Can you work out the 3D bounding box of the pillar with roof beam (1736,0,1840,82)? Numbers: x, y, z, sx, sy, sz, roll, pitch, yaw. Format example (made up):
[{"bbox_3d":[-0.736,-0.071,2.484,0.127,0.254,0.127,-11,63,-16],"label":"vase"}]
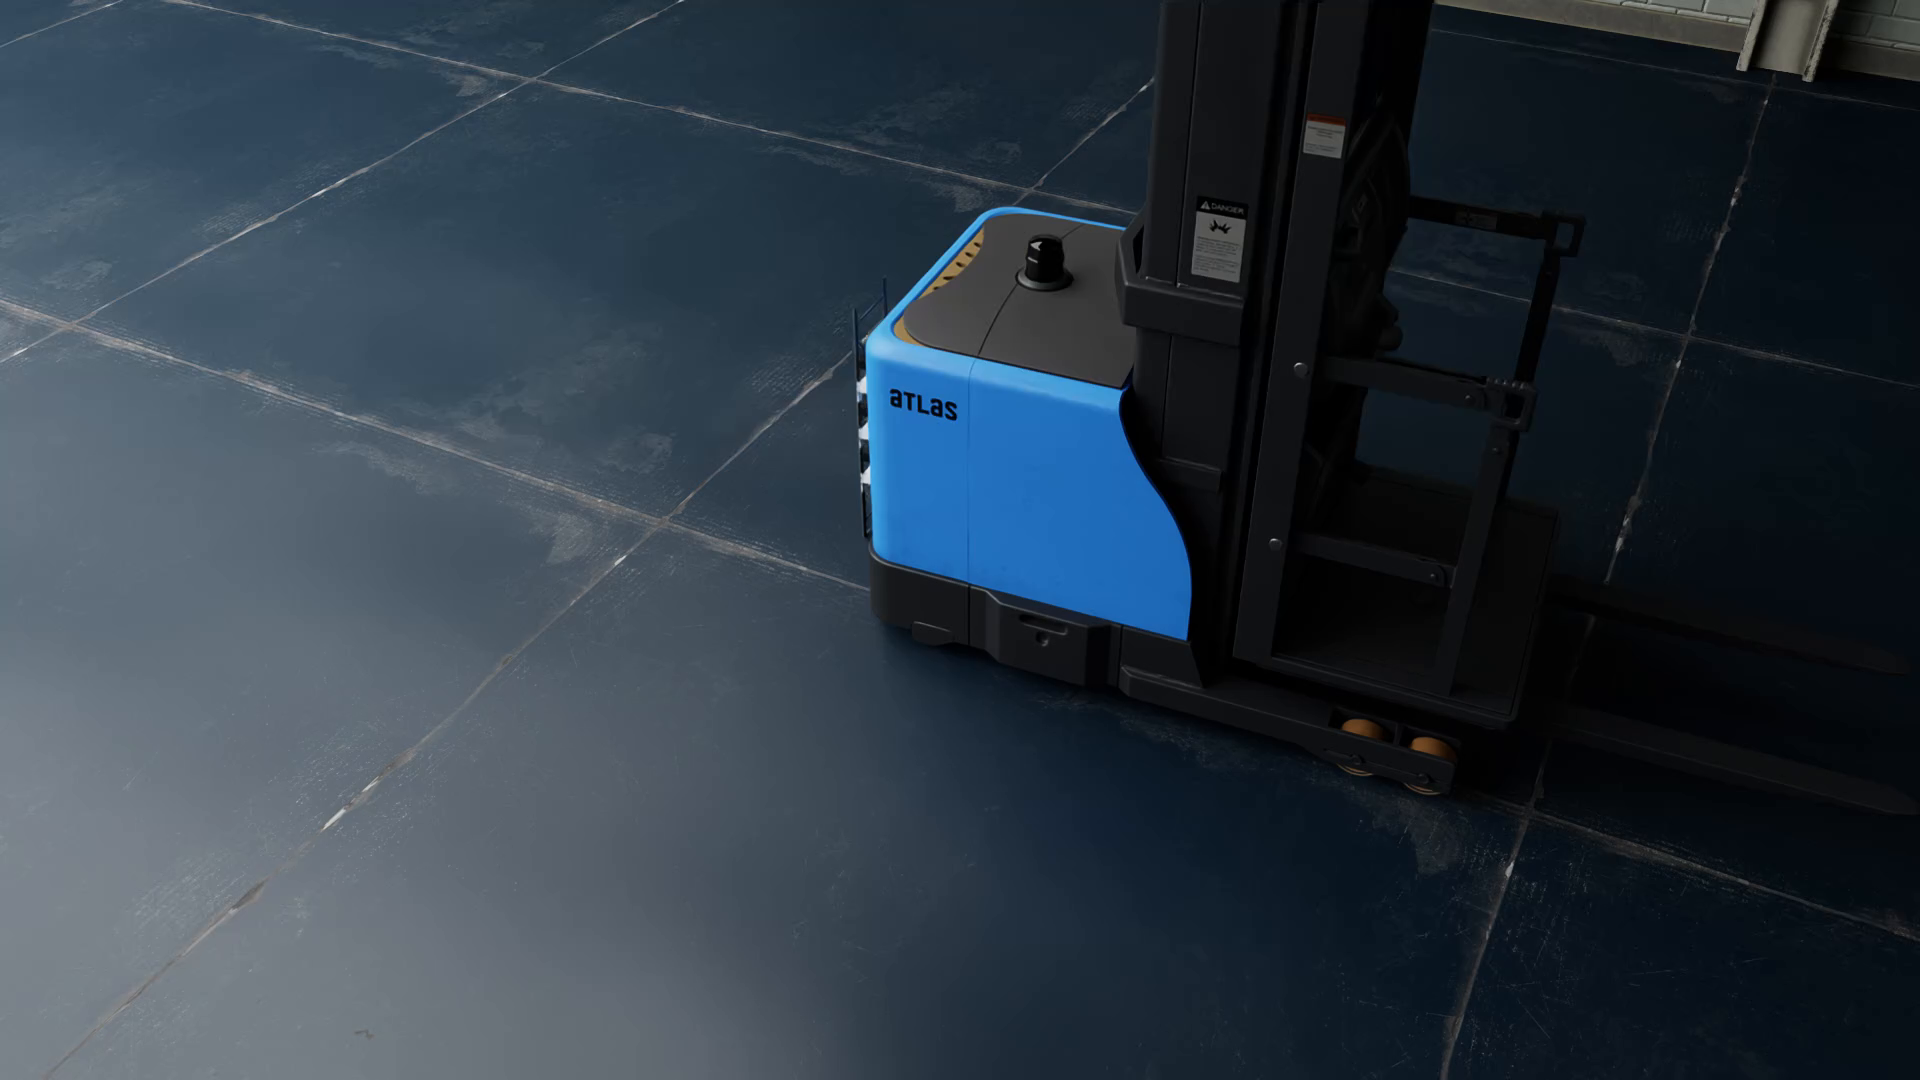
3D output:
[{"bbox_3d":[2.545,-3.894,3.437,0.400,9.000,9.100,17,41,21],"label":"pillar with roof beam"}]

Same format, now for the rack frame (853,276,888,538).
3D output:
[{"bbox_3d":[-0.287,-0.431,5.574,0.006,0.900,0.240,14,40,18],"label":"rack frame"}]

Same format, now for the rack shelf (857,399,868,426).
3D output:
[{"bbox_3d":[-0.194,-0.453,5.508,0.200,0.077,0.258,14,40,18],"label":"rack shelf"}]

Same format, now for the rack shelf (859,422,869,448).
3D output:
[{"bbox_3d":[-0.194,-0.381,5.563,0.200,0.077,0.258,14,40,18],"label":"rack shelf"}]

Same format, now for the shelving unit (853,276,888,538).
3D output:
[{"bbox_3d":[-0.194,-0.407,5.542,0.210,0.900,0.258,14,40,18],"label":"shelving unit"}]

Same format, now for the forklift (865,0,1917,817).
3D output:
[{"bbox_3d":[1.278,-0.802,4.382,3.031,2.935,1.130,14,40,18],"label":"forklift"}]

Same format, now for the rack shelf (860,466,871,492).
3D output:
[{"bbox_3d":[-0.194,-0.238,5.671,0.200,0.077,0.258,14,40,18],"label":"rack shelf"}]

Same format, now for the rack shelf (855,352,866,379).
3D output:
[{"bbox_3d":[-0.194,-0.596,5.399,0.200,0.077,0.258,14,40,18],"label":"rack shelf"}]

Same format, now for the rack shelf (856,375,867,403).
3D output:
[{"bbox_3d":[-0.194,-0.524,5.454,0.200,0.077,0.258,14,40,18],"label":"rack shelf"}]

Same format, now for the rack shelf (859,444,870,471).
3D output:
[{"bbox_3d":[-0.194,-0.309,5.617,0.200,0.077,0.258,14,40,18],"label":"rack shelf"}]
